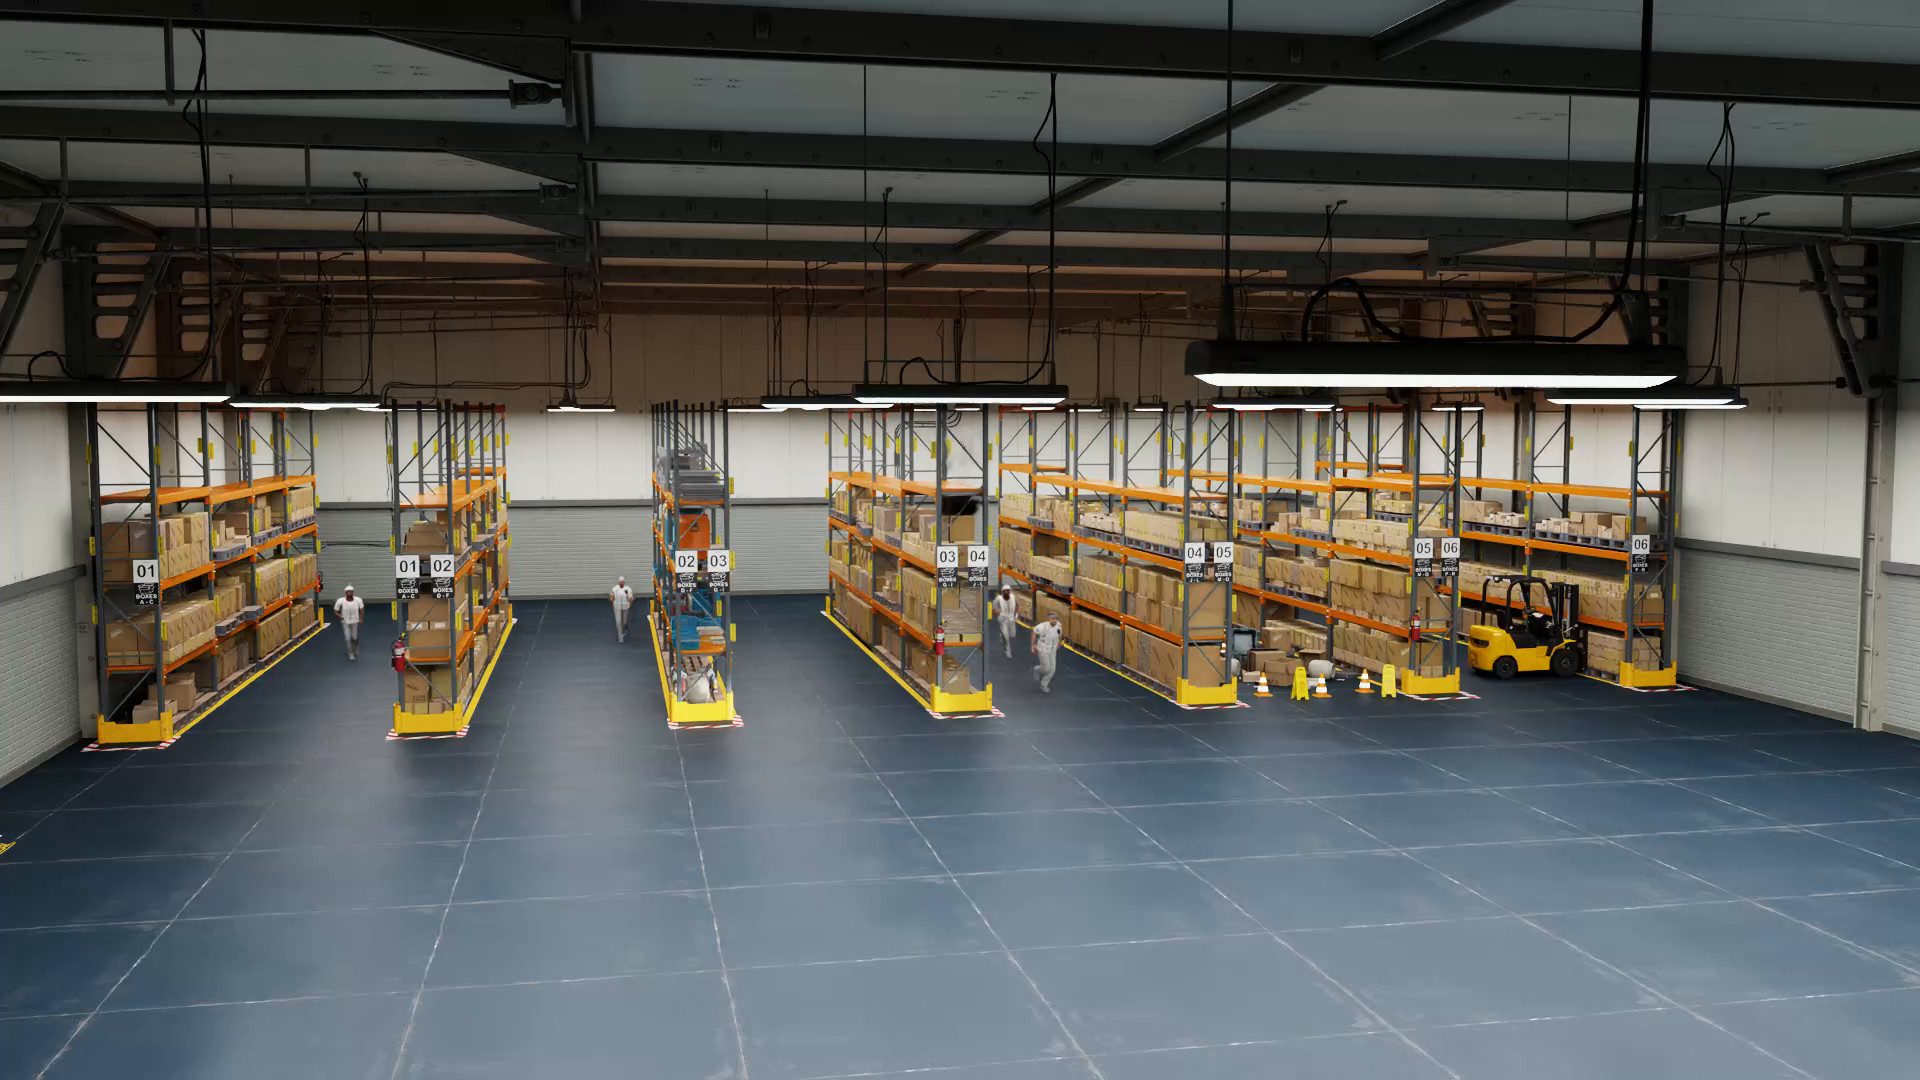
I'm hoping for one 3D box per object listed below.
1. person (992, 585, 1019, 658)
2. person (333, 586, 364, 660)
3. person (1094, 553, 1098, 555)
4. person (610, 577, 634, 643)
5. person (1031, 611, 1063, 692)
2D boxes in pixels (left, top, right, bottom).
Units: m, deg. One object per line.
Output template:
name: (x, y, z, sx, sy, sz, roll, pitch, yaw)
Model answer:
person: (1.090, 1.909, 39.385, 0.725, 1.731, 0.709, -2, 5, -23)
person: (-14.268, 1.936, 38.862, 0.683, 1.729, 0.611, -2, 5, -25)
person: (3.907, 1.240, 47.989, 0.690, 1.733, 0.715, -2, 5, -30)
person: (-8.566, 1.742, 42.164, 0.591, 1.649, 0.827, -1, 4, -10)
person: (1.804, 2.298, 34.481, 0.655, 1.705, 0.762, -3, 5, -33)
